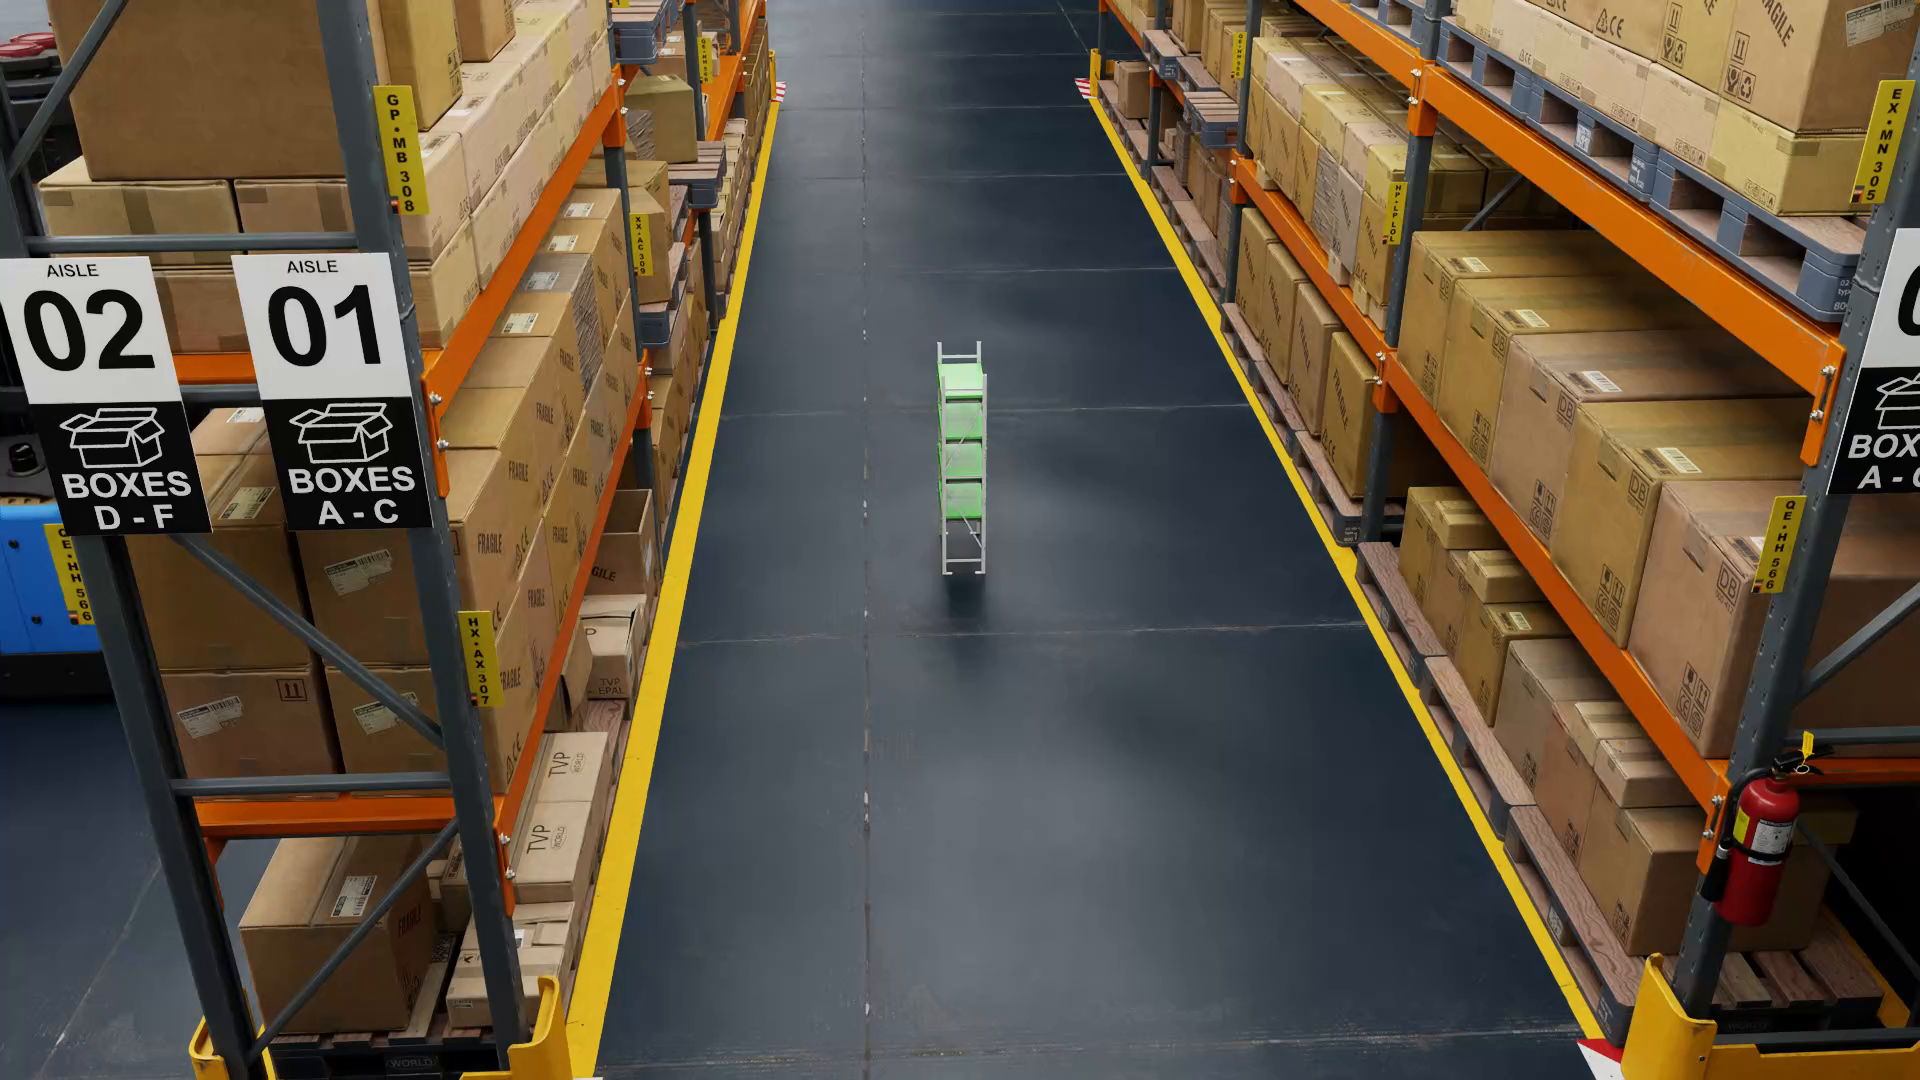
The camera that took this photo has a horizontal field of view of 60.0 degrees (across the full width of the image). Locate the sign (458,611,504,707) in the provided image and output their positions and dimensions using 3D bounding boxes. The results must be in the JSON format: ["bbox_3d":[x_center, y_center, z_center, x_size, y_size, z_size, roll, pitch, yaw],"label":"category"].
[{"bbox_3d":[-1.413,0.352,4.895,0.100,0.325,0.005,-1,28,-3],"label":"sign"}]

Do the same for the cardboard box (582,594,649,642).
[{"bbox_3d":[-1.771,0.399,8.349,0.380,0.149,0.250,-1,28,-3],"label":"cardboard box"}]

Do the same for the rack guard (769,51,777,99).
[{"bbox_3d":[-2.791,-5.543,19.837,1.175,0.500,0.348,-1,28,-3],"label":"rack guard"}]

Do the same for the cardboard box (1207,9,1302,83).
[{"bbox_3d":[2.453,-4.098,13.779,0.700,0.500,0.500,-1,28,-3],"label":"cardboard box"}]

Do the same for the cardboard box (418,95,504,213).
[{"bbox_3d":[-1.741,-1.211,5.206,0.500,0.250,0.500,-1,28,-3],"label":"cardboard box"}]

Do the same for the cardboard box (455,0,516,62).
[{"bbox_3d":[-2.005,-2.000,5.908,0.700,0.500,0.500,-1,28,-3],"label":"cardboard box"}]

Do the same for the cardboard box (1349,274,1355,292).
[{"bbox_3d":[2.478,-1.503,9.638,0.380,0.149,0.250,-1,28,-1],"label":"cardboard box"}]

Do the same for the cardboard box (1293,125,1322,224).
[{"bbox_3d":[2.422,-2.310,10.484,0.500,0.500,0.500,-1,28,-1],"label":"cardboard box"}]

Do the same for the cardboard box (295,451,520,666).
[{"bbox_3d":[-1.715,0.050,5.221,0.500,0.500,0.500,-1,28,-1],"label":"cardboard box"}]

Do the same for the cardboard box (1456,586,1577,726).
[{"bbox_3d":[2.767,0.520,7.759,0.700,0.500,0.500,-1,28,-1],"label":"cardboard box"}]

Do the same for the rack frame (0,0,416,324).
[{"bbox_3d":[-1.955,-1.911,3.683,1.000,3.000,0.127,-1,28,-3],"label":"rack frame"}]

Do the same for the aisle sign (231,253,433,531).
[{"bbox_3d":[-1.658,-0.379,4.422,0.394,0.787,0.004,-1,28,-3],"label":"aisle sign"}]

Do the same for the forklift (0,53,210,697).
[{"bbox_3d":[-4.565,-1.172,8.828,1.130,2.935,3.031,-2,28,-3],"label":"forklift"}]

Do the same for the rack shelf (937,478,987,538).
[{"bbox_3d":[0.009,-0.186,9.467,0.258,0.148,0.480,-1,28,-3],"label":"rack shelf"}]

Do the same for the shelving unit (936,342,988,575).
[{"bbox_3d":[0.009,-0.456,9.326,0.258,1.200,0.503,-1,28,-3],"label":"shelving unit"}]

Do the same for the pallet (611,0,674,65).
[{"bbox_3d":[-2.128,-2.648,8.542,1.213,0.211,1.003,-1,28,-3],"label":"pallet"}]

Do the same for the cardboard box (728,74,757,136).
[{"bbox_3d":[-2.293,-4.314,16.486,0.500,0.500,0.500,-1,28,-3],"label":"cardboard box"}]

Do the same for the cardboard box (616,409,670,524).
[{"bbox_3d":[-1.945,-0.414,9.528,0.500,0.500,0.500,-3,28,-5],"label":"cardboard box"}]

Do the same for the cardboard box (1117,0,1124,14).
[{"bbox_3d":[1.951,-5.762,17.695,0.500,0.250,0.500,-1,28,-2],"label":"cardboard box"}]

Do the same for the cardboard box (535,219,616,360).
[{"bbox_3d":[-1.849,-1.122,7.468,0.500,0.500,0.500,-2,28,-4],"label":"cardboard box"}]

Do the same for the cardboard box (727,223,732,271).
[{"bbox_3d":[-2.134,-2.394,13.615,0.500,0.250,0.500,-2,28,-4],"label":"cardboard box"}]

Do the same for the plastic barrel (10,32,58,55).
[{"bbox_3d":[-7.659,-3.949,13.931,0.433,0.535,0.433,0,28,0],"label":"plastic barrel"}]

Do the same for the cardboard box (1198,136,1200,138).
[{"bbox_3d":[2.447,-3.790,15.190,0.500,0.250,0.500,-2,28,-4],"label":"cardboard box"}]

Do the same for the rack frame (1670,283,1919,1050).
[{"bbox_3d":[2.992,0.628,5.303,1.000,3.000,0.127,-1,28,-3],"label":"rack frame"}]

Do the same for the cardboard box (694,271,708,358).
[{"bbox_3d":[-2.089,-1.606,11.813,0.500,0.500,0.500,0,28,-1],"label":"cardboard box"}]

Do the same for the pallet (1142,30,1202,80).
[{"bbox_3d":[2.260,-4.473,15.289,1.003,0.211,1.213,-1,28,-3],"label":"pallet"}]

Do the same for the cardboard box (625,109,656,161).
[{"bbox_3d":[-2.370,-2.461,10.662,0.700,0.500,0.500,4,28,7],"label":"cardboard box"}]

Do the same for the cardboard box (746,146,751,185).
[{"bbox_3d":[-2.270,-3.575,15.881,0.500,0.250,0.500,-2,28,-3],"label":"cardboard box"}]

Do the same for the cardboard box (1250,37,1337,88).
[{"bbox_3d":[2.342,-3.355,11.677,0.500,0.250,0.500,-1,28,-1],"label":"cardboard box"}]

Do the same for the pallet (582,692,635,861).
[{"bbox_3d":[-2.062,1.020,7.566,1.003,0.211,1.213,-1,28,-3],"label":"pallet"}]

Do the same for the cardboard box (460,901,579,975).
[{"bbox_3d":[-1.646,1.493,6.232,0.380,0.166,0.250,-1,28,-3],"label":"cardboard box"}]

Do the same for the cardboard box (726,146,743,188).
[{"bbox_3d":[-2.217,-3.358,14.857,0.500,0.311,0.500,-1,28,-3],"label":"cardboard box"}]

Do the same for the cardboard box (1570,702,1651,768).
[{"bbox_3d":[2.653,0.768,6.581,0.380,0.149,0.250,-1,28,-1],"label":"cardboard box"}]

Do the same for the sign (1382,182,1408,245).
[{"bbox_3d":[2.242,-1.680,8.561,0.100,0.325,0.005,-1,28,-3],"label":"sign"}]

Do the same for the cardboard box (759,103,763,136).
[{"bbox_3d":[-2.345,-4.443,17.545,0.500,0.250,0.500,-1,28,-3],"label":"cardboard box"}]

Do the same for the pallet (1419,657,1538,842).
[{"bbox_3d":[2.811,0.935,7.730,1.003,0.211,1.213,-1,28,-3],"label":"pallet"}]

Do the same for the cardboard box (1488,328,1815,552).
[{"bbox_3d":[2.876,-0.429,7.004,0.980,0.700,0.700,-3,28,-5],"label":"cardboard box"}]

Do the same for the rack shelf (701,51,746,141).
[{"bbox_3d":[-2.477,-3.550,14.091,1.077,0.370,4.000,-1,28,-3],"label":"rack shelf"}]

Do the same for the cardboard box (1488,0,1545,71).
[{"bbox_3d":[2.568,-2.152,6.990,0.500,0.250,0.500,-2,28,-4],"label":"cardboard box"}]

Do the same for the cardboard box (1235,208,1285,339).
[{"bbox_3d":[2.482,-1.957,12.129,0.750,0.750,0.750,-2,28,-3],"label":"cardboard box"}]

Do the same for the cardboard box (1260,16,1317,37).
[{"bbox_3d":[2.495,-3.901,12.700,0.380,0.149,0.250,-6,28,-11],"label":"cardboard box"}]

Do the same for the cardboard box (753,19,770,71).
[{"bbox_3d":[-2.465,-5.699,19.142,0.500,0.500,0.500,-1,28,-3],"label":"cardboard box"}]

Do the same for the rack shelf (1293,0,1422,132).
[{"bbox_3d":[2.679,-3.154,10.088,1.077,0.370,4.000,-1,28,-3],"label":"rack shelf"}]

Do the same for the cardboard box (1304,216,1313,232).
[{"bbox_3d":[2.451,-2.099,10.780,0.380,0.149,0.250,-1,28,-2],"label":"cardboard box"}]

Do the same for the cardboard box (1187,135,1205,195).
[{"bbox_3d":[2.498,-3.424,15.298,0.700,0.500,0.500,-2,28,-4],"label":"cardboard box"}]

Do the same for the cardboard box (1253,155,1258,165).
[{"bbox_3d":[2.360,-2.807,12.138,0.380,0.149,0.250,-2,28,-3],"label":"cardboard box"}]

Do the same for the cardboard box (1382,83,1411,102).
[{"bbox_3d":[2.931,-2.670,10.363,0.500,0.250,0.500,-2,28,-4],"label":"cardboard box"}]

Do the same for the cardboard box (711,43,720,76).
[{"bbox_3d":[-2.352,-4.332,14.957,0.396,0.266,0.258,-2,28,-4],"label":"cardboard box"}]

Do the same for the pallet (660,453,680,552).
[{"bbox_3d":[-2.244,-0.236,9.975,1.003,0.211,1.213,-1,28,-3],"label":"pallet"}]

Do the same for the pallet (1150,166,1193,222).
[{"bbox_3d":[2.408,-3.318,15.884,1.003,0.211,1.213,-1,28,-3],"label":"pallet"}]

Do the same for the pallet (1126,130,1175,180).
[{"bbox_3d":[2.295,-3.987,17.166,1.003,0.211,1.213,-1,28,-3],"label":"pallet"}]

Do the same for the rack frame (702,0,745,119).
[{"bbox_3d":[-2.581,-4.793,15.696,1.000,3.000,0.127,-1,28,-3],"label":"rack frame"}]

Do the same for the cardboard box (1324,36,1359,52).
[{"bbox_3d":[2.857,-3.381,11.727,0.500,0.250,0.500,-1,28,-1],"label":"cardboard box"}]

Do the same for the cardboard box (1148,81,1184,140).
[{"bbox_3d":[2.271,-4.479,17.322,0.500,0.500,0.500,-3,28,-7],"label":"cardboard box"}]

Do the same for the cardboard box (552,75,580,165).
[{"bbox_3d":[-1.822,-1.682,6.649,0.500,0.250,0.500,-1,28,-3],"label":"cardboard box"}]

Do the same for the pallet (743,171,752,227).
[{"bbox_3d":[-2.504,-3.217,15.690,1.003,0.211,1.213,-1,28,-3],"label":"pallet"}]

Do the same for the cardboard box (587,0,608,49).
[{"bbox_3d":[-1.867,-2.365,7.419,0.500,0.250,0.500,-1,28,-3],"label":"cardboard box"}]

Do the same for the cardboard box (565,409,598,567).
[{"bbox_3d":[-1.795,-0.207,6.796,0.500,0.500,0.500,-1,28,-2],"label":"cardboard box"}]

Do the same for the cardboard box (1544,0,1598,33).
[{"bbox_3d":[2.605,-2.245,6.356,0.500,0.500,0.500,-1,28,-2],"label":"cardboard box"}]
